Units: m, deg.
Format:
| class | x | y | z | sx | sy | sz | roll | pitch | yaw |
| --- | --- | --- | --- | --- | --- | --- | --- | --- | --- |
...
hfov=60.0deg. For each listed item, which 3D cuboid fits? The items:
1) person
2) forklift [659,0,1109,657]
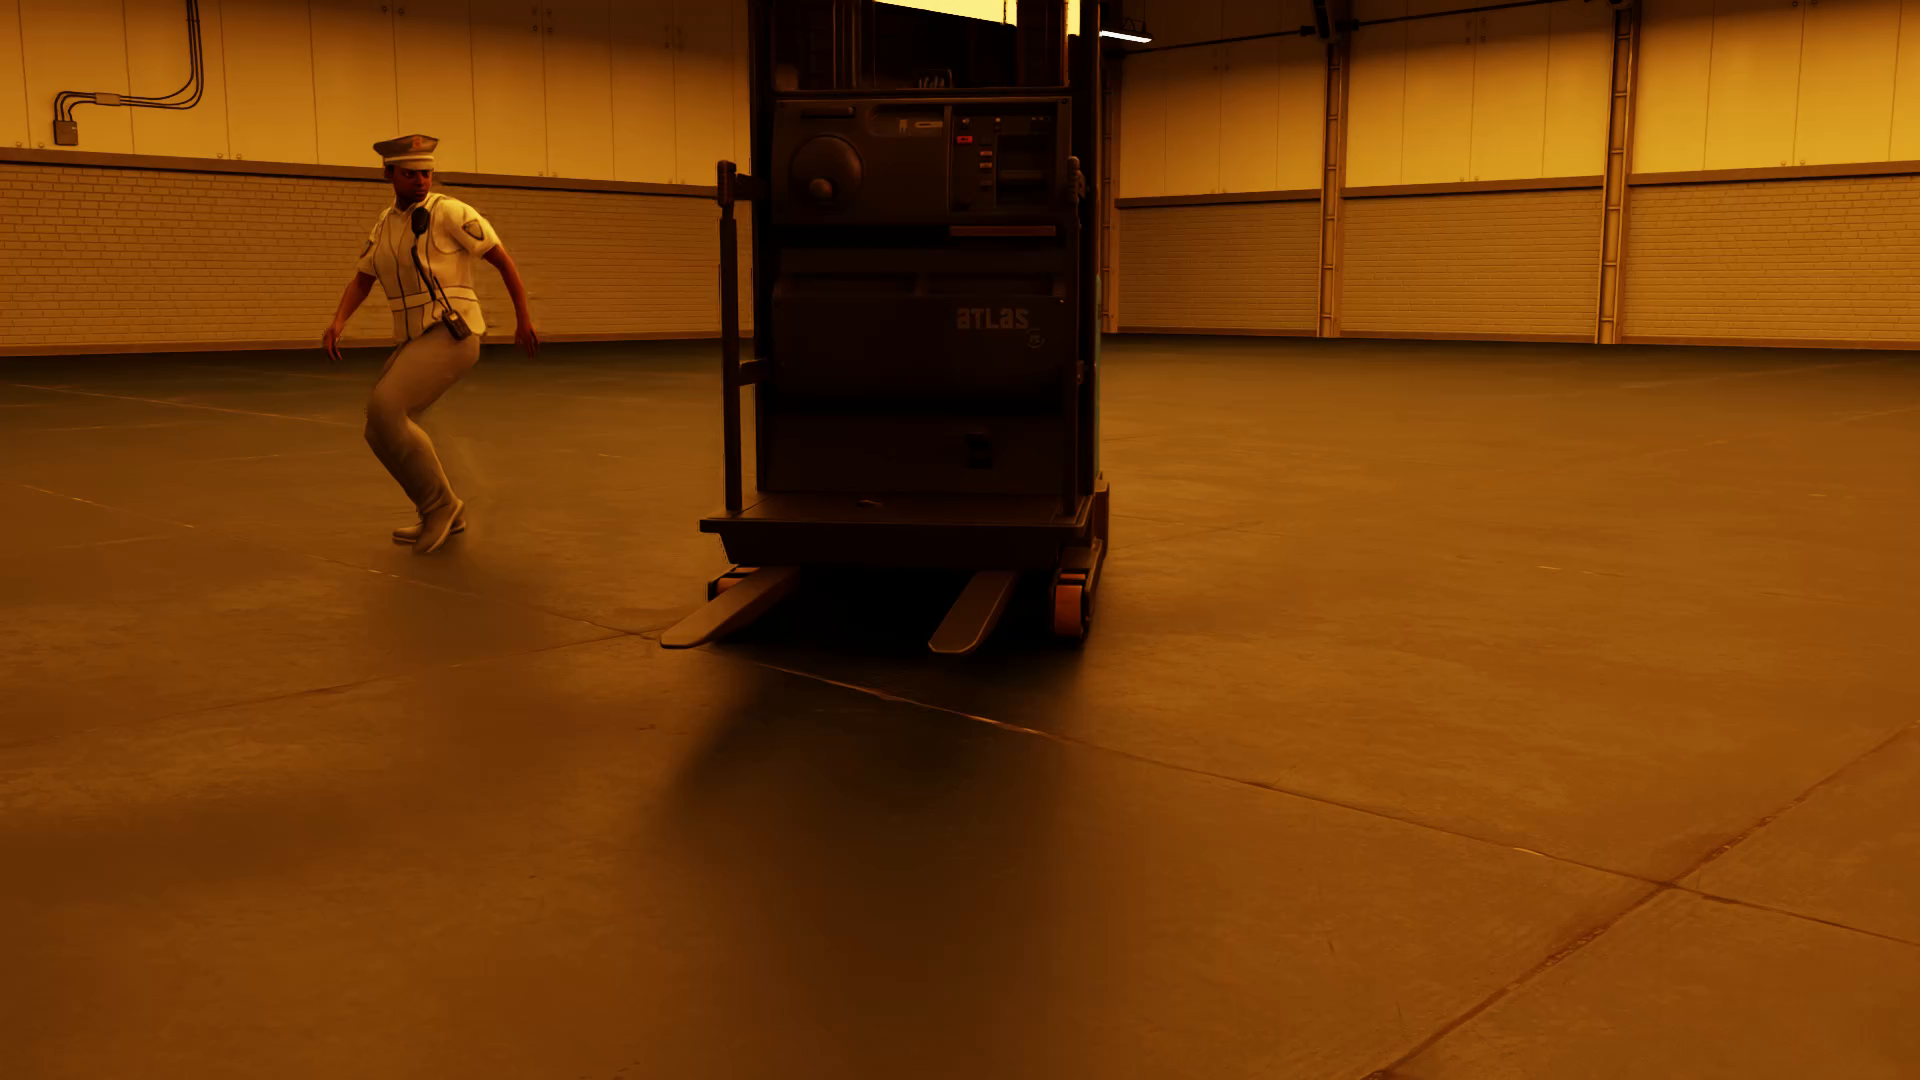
| class | x | y | z | sx | sy | sz | roll | pitch | yaw |
| --- | --- | --- | --- | --- | --- | --- | --- | --- | --- |
| person | -2.089 | -0.750 | 6.477 | 0.681 | 1.613 | 0.633 | -8 | 12 | -44 |
| forklift | -0.144 | -1.213 | 4.931 | 1.130 | 2.935 | 3.031 | 1 | 9 | 7 |
